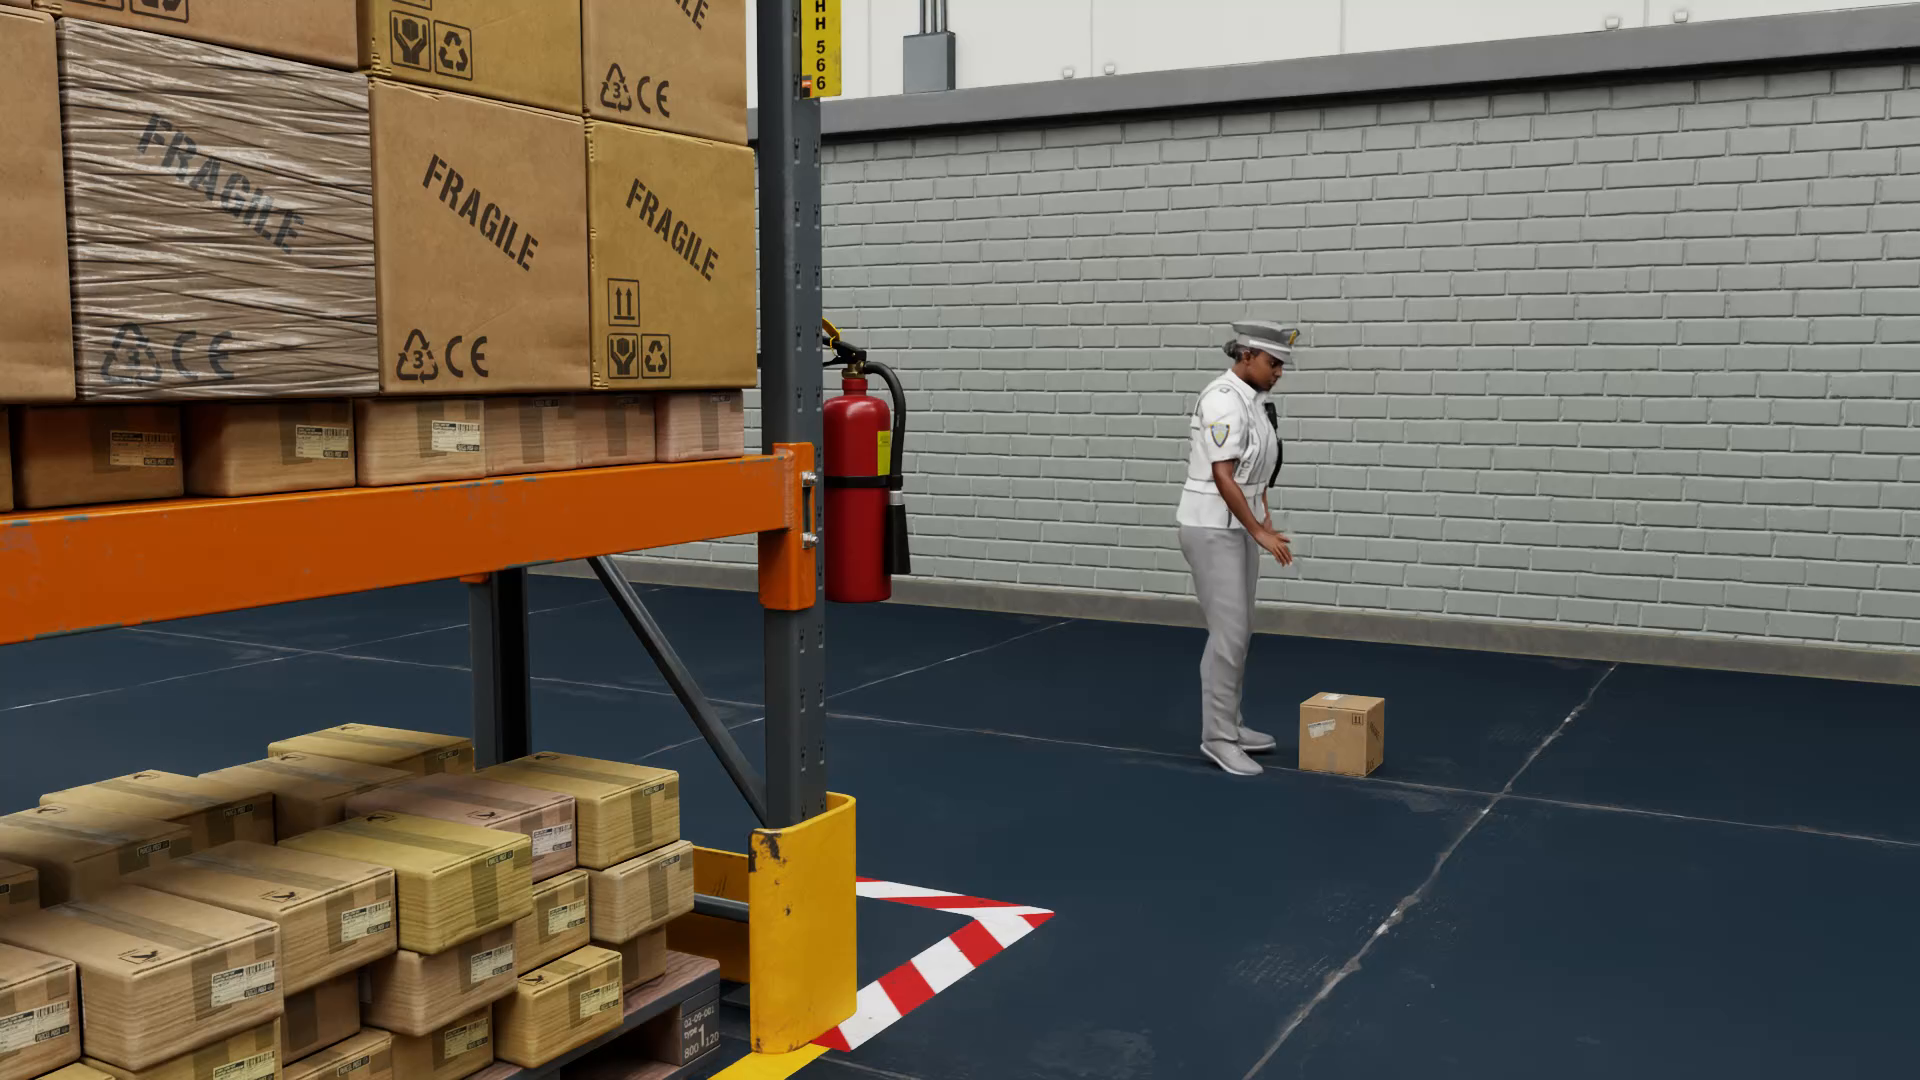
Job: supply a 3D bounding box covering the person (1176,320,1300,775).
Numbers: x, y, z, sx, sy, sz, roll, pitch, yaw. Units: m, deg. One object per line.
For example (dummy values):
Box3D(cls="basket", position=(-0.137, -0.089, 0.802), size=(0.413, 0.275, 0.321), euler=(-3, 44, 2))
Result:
Box3D(cls="person", position=(1.056, 0.015, 6.292), size=(0.493, 1.681, 0.512), euler=(3, 7, 29))
